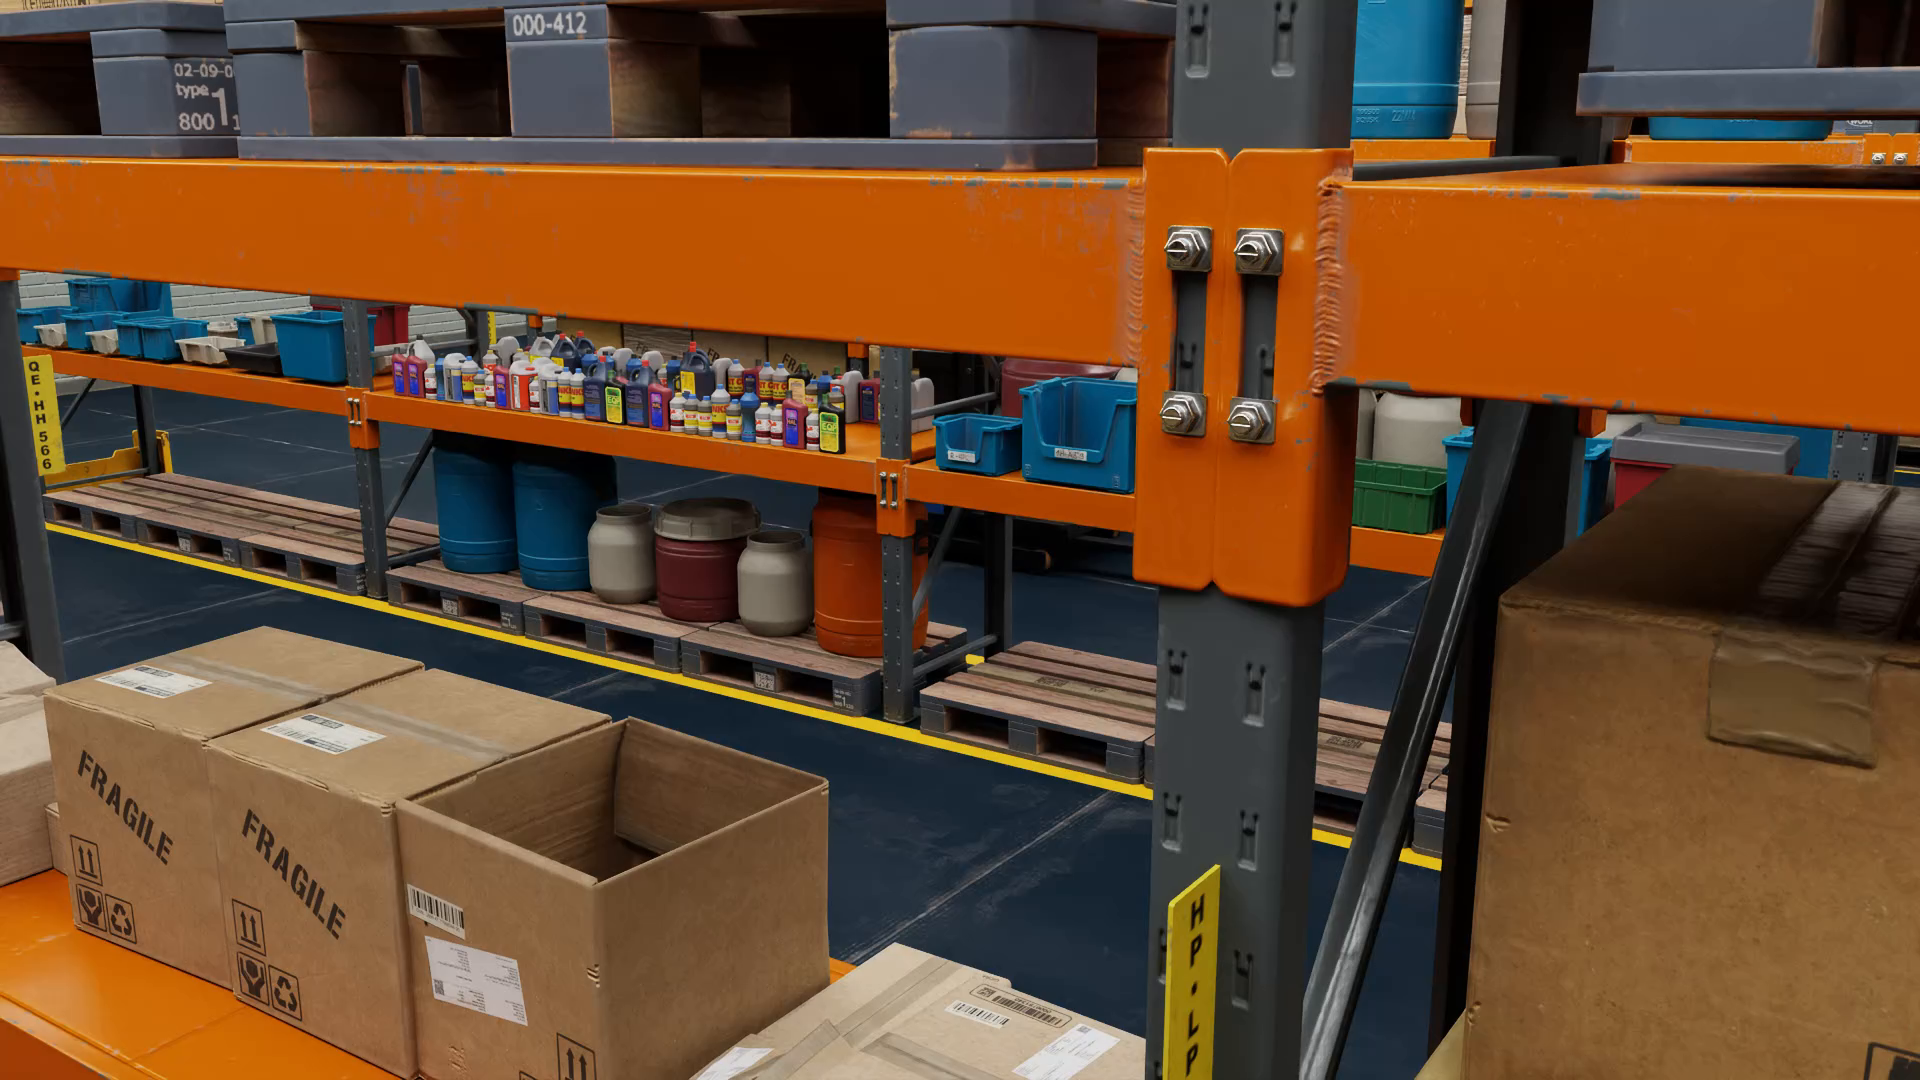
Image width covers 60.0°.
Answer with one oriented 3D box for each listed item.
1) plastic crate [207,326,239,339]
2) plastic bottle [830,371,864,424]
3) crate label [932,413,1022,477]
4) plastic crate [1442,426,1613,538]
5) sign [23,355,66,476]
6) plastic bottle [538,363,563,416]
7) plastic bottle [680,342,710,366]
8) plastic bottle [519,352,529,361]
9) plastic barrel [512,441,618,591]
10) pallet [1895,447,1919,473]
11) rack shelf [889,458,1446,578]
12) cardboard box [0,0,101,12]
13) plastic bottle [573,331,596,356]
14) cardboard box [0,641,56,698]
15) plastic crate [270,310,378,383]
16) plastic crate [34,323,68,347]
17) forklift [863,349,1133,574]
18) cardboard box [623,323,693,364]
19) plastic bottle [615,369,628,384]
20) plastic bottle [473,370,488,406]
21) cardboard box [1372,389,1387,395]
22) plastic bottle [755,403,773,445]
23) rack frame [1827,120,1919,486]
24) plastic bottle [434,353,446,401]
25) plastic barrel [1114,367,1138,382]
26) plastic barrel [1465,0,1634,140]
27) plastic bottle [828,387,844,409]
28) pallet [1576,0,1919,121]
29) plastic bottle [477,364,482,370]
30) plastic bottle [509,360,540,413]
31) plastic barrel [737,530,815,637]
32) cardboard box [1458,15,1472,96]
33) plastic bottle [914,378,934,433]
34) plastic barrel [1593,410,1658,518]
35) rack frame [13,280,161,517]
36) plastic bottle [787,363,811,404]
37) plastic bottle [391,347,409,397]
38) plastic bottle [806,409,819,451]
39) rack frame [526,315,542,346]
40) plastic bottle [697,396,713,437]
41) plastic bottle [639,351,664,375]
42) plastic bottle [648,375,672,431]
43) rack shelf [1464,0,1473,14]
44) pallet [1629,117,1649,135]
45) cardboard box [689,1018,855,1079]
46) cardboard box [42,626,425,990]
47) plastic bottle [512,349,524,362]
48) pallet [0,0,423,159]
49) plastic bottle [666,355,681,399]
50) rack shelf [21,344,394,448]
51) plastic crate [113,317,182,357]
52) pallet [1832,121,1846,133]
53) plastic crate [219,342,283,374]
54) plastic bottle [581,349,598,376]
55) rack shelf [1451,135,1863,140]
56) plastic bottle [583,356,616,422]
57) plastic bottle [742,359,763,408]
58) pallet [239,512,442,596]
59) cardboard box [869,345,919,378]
[{"bbox_3d":[-5.177,-1.443,11.834,0.250,0.136,0.298,9,17,33],"label":"plastic crate"},{"bbox_3d":[-0.613,-0.777,8.977,0.135,0.276,0.152,9,17,33],"label":"plastic bottle"},{"bbox_3d":[0.090,-0.440,7.707,0.416,0.233,0.303,9,17,33],"label":"crate label"},{"bbox_3d":[2.180,-0.194,6.399,0.575,0.384,0.392,9,17,33],"label":"plastic crate"},{"bbox_3d":[-2.511,-0.339,4.539,0.005,0.325,0.100,9,17,33],"label":"sign"},{"bbox_3d":[-2.237,-0.835,9.214,0.135,0.276,0.152,9,17,33],"label":"plastic bottle"},{"bbox_3d":[-1.510,-0.959,9.558,0.185,0.351,0.144,9,17,33],"label":"plastic bottle"},{"bbox_3d":[-2.673,-1.064,10.292,0.097,0.201,0.097,0,14,0],"label":"plastic bottle"},{"bbox_3d":[-2.340,-0.203,9.893,0.708,0.901,0.600,9,17,33],"label":"plastic barrel"},{"bbox_3d":[8.203,-0.814,14.672,1.213,0.211,1.003,9,17,33],"label":"pallet"},{"bbox_3d":[1.610,-0.035,7.220,4.000,0.370,1.077,9,17,33],"label":"rack shelf"},{"bbox_3d":[-1.496,-1.057,3.047,0.500,0.250,0.500,9,16,32],"label":"cardboard box"},{"bbox_3d":[-2.270,-1.082,10.055,0.185,0.351,0.144,9,17,33],"label":"plastic bottle"},{"bbox_3d":[-2.540,0.435,4.007,0.500,0.311,0.500,10,17,36],"label":"cardboard box"},{"bbox_3d":[-3.947,-1.205,10.357,0.575,0.384,0.392,9,17,33],"label":"plastic crate"},{"bbox_3d":[-6.447,-1.468,11.936,0.298,0.136,0.250,9,17,33],"label":"plastic crate"},{"bbox_3d":[0.537,-1.344,11.152,3.031,2.935,1.130,8,16,30],"label":"forklift"},{"bbox_3d":[-2.593,-1.693,15.970,0.875,0.875,0.875,9,17,33],"label":"cardboard box"},{"bbox_3d":[-1.802,-0.773,8.947,0.133,0.283,0.061,9,17,33],"label":"plastic bottle"},{"bbox_3d":[-2.732,-0.871,9.514,0.097,0.201,0.097,0,14,0],"label":"plastic bottle"},{"bbox_3d":[4.446,-1.712,16.827,0.500,0.500,0.500,10,17,35],"label":"cardboard box"},{"bbox_3d":[-0.982,-0.588,8.371,0.097,0.201,0.097,0,14,0],"label":"plastic bottle"},{"bbox_3d":[3.269,-0.116,6.050,0.127,3.000,1.000,9,17,33],"label":"rack frame"},{"bbox_3d":[-3.006,-0.949,9.684,0.097,0.271,0.097,0,14,0],"label":"plastic bottle"},{"bbox_3d":[0.923,-0.611,7.818,0.421,0.512,0.421,0,14,0],"label":"plastic barrel"},{"bbox_3d":[2.183,-1.928,6.084,0.600,0.901,0.600,0,14,0],"label":"plastic barrel"},{"bbox_3d":[-0.667,-0.713,8.875,0.097,0.201,0.097,0,14,0],"label":"plastic bottle"},{"bbox_3d":[1.224,-0.433,1.271,1.213,0.211,1.003,9,17,33],"label":"pallet"},{"bbox_3d":[-2.840,-0.933,9.762,0.097,0.201,0.097,0,14,0],"label":"plastic bottle"},{"bbox_3d":[-2.429,-0.867,9.339,0.135,0.276,0.152,9,17,33],"label":"plastic bottle"},{"bbox_3d":[-0.984,0.231,8.950,0.421,0.512,0.421,0,14,0],"label":"plastic barrel"},{"bbox_3d":[3.380,-3.204,11.034,0.500,0.500,0.500,9,17,33],"label":"cardboard box"},{"bbox_3d":[-0.229,-0.715,8.726,0.135,0.276,0.152,9,17,33],"label":"plastic bottle"},{"bbox_3d":[2.598,-0.354,6.728,0.433,0.535,0.433,0,14,0],"label":"plastic barrel"},{"bbox_3d":[-6.688,-1.725,12.551,0.127,3.000,1.000,9,17,33],"label":"rack frame"},{"bbox_3d":[-0.890,-0.838,9.211,0.133,0.283,0.061,9,17,33],"label":"plastic bottle"},{"bbox_3d":[-3.303,-0.998,9.855,0.133,0.283,0.061,9,17,33],"label":"plastic bottle"},{"bbox_3d":[-0.709,-0.544,8.193,0.097,0.201,0.097,0,14,0],"label":"plastic bottle"},{"bbox_3d":[-3.924,-2.713,16.540,0.127,3.000,1.000,9,17,33],"label":"rack frame"},{"bbox_3d":[-1.305,-0.641,8.582,0.097,0.201,0.097,0,14,0],"label":"plastic bottle"},{"bbox_3d":[-1.836,-0.975,9.776,0.135,0.276,0.152,9,17,33],"label":"plastic bottle"},{"bbox_3d":[-1.572,-0.718,8.725,0.133,0.283,0.061,9,17,33],"label":"plastic bottle"},{"bbox_3d":[3.907,-5.252,16.644,4.000,0.370,1.077,9,17,33],"label":"rack shelf"},{"bbox_3d":[4.718,-2.711,10.681,1.003,0.211,1.213,9,17,33],"label":"pallet"},{"bbox_3d":[-0.331,0.855,2.407,0.258,0.266,0.396,9,16,31],"label":"cardboard box"},{"bbox_3d":[-1.416,0.508,3.321,0.500,0.500,0.500,8,16,30],"label":"cardboard box"},{"bbox_3d":[-2.750,-1.094,10.414,0.097,0.201,0.097,0,14,0],"label":"plastic bottle"},{"bbox_3d":[-1.275,-0.807,2.992,1.213,0.211,1.003,10,17,35],"label":"pallet"},{"bbox_3d":[-1.648,-0.932,9.614,0.097,0.271,0.097,0,14,0],"label":"plastic bottle"},{"bbox_3d":[-5.029,-1.108,11.554,4.000,0.370,1.077,9,17,33],"label":"rack shelf"},{"bbox_3d":[-5.575,-1.398,11.451,0.300,0.233,0.416,9,17,33],"label":"plastic crate"},{"bbox_3d":[8.097,-3.555,14.099,1.217,0.209,0.805,8,16,31],"label":"pallet"},{"bbox_3d":[-4.448,-1.181,10.800,0.590,0.125,0.437,9,17,33],"label":"plastic crate"},{"bbox_3d":[-2.194,-0.994,9.864,0.097,0.271,0.097,0,14,0],"label":"plastic bottle"},{"bbox_3d":[4.374,-2.479,10.849,4.000,0.370,1.077,9,17,33],"label":"rack shelf"},{"bbox_3d":[-1.945,-0.823,9.010,0.185,0.351,0.144,9,17,33],"label":"plastic bottle"},{"bbox_3d":[-1.162,-0.882,9.388,0.133,0.283,0.061,9,17,33],"label":"plastic bottle"},{"bbox_3d":[-4.001,0.074,11.086,1.213,0.211,1.003,9,17,33],"label":"pallet"},{"bbox_3d":[-0.063,-1.267,14.247,0.875,0.875,1.225,9,17,33],"label":"cardboard box"}]
